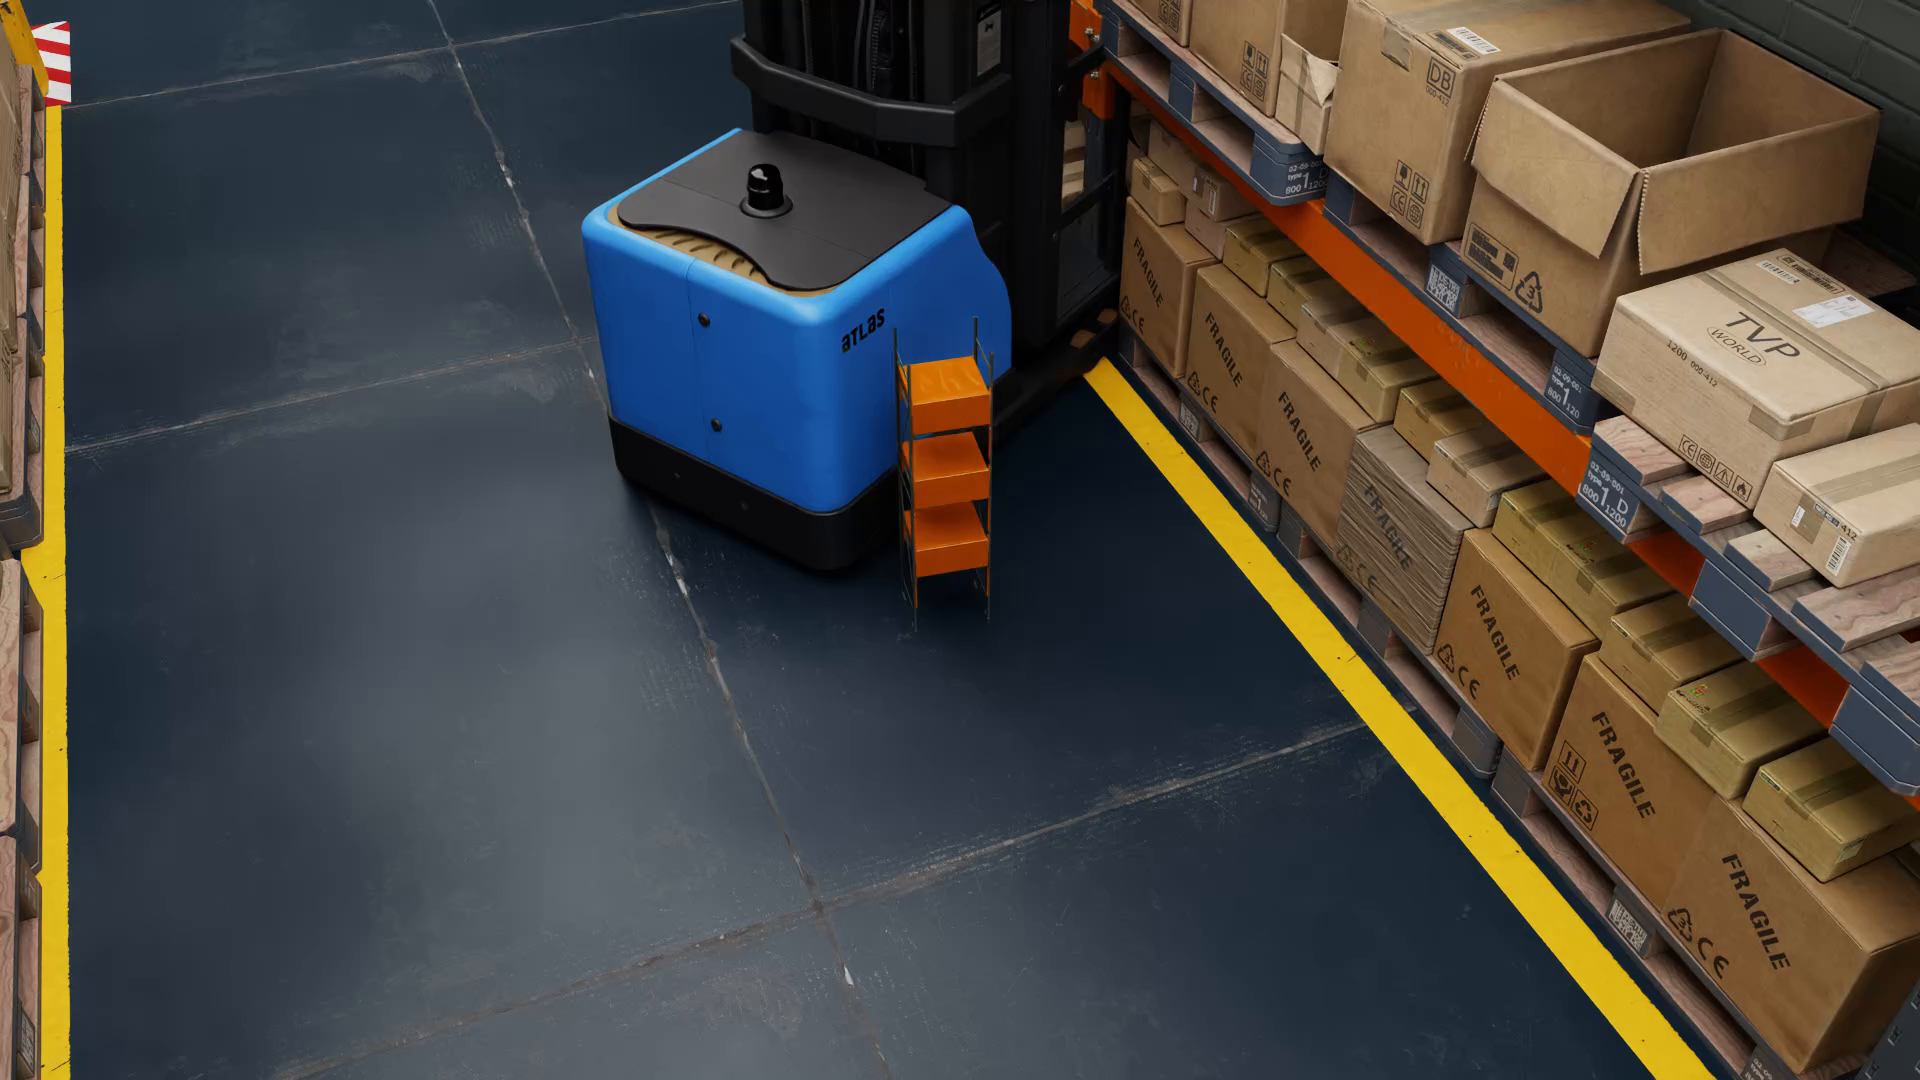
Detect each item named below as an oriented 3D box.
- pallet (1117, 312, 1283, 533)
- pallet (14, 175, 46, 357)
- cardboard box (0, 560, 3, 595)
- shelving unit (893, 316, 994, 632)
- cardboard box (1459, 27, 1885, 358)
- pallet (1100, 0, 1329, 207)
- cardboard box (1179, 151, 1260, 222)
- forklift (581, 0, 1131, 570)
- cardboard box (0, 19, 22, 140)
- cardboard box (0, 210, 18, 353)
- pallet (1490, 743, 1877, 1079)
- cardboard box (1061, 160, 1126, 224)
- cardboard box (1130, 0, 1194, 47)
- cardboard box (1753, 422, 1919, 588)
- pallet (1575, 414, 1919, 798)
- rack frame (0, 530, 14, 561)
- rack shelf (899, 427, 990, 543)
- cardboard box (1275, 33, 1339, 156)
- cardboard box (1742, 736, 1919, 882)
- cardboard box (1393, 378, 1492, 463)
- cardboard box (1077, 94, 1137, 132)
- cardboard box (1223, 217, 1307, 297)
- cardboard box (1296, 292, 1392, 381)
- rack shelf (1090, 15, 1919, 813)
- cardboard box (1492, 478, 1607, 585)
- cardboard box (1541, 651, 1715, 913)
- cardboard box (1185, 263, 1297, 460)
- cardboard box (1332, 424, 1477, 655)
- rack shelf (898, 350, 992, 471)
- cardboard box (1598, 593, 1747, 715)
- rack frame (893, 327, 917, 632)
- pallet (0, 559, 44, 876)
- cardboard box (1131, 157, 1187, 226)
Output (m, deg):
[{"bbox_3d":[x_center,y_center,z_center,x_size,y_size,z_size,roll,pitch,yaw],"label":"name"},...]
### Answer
[{"bbox_3d":[1.302,-0.583,6.267,1.003,0.211,1.213,-15,43,-17],"label":"pallet"},{"bbox_3d":[-4.318,-1.037,6.794,1.003,0.211,1.213,-15,43,-17],"label":"pallet"},{"bbox_3d":[-3.317,0.119,4.618,0.875,0.875,0.875,-14,43,-16],"label":"cardboard box"},{"bbox_3d":[-0.049,-0.181,5.155,0.252,1.050,0.215,-9,42,-11],"label":"shelving unit"},{"bbox_3d":[1.691,-0.847,4.033,0.797,0.503,0.637,-16,43,-18],"label":"cardboard box"},{"bbox_3d":[1.161,-1.540,5.387,1.003,0.211,1.213,-15,43,-17],"label":"pallet"},{"bbox_3d":[0.991,-1.264,5.789,0.380,0.149,0.250,-17,44,-19],"label":"cardboard box"},{"bbox_3d":[0.029,-1.932,5.749,1.130,2.935,3.031,25,46,26],"label":"forklift"},{"bbox_3d":[-4.814,-2.105,7.541,0.875,0.438,0.875,-17,43,-18],"label":"cardboard box"},{"bbox_3d":[-4.113,-1.013,6.270,0.875,0.438,0.875,-16,43,-18],"label":"cardboard box"},{"bbox_3d":[2.236,0.886,4.557,1.003,0.211,1.213,-15,43,-17],"label":"pallet"},{"bbox_3d":[0.472,-1.462,7.014,0.380,0.149,0.250,-16,43,-18],"label":"cardboard box"},{"bbox_3d":[0.935,-1.971,5.343,0.700,0.500,0.500,-14,43,-16],"label":"cardboard box"},{"bbox_3d":[1.881,-0.076,3.408,0.380,0.149,0.250,-14,43,-16],"label":"cardboard box"},{"bbox_3d":[2.162,-0.030,3.631,1.213,0.211,1.003,-15,43,-17],"label":"pallet"},{"bbox_3d":[-3.628,-0.881,4.474,1.000,3.000,0.127,-15,43,-17],"label":"rack frame"},{"bbox_3d":[-0.049,-0.173,5.162,0.240,0.259,0.215,-9,42,-11],"label":"rack shelf"},{"bbox_3d":[1.133,-1.297,4.739,0.396,0.266,0.258,-13,42,-15],"label":"cardboard box"},{"bbox_3d":[2.064,0.597,3.853,0.380,0.149,0.250,-17,44,-19],"label":"cardboard box"},{"bbox_3d":[1.535,-0.370,4.977,0.380,0.149,0.250,-15,43,-17],"label":"cardboard box"},{"bbox_3d":[0.756,-1.918,7.544,0.380,0.149,0.250,-16,43,-17],"label":"cardboard box"},{"bbox_3d":[1.134,-0.997,5.706,0.380,0.149,0.250,-17,44,-19],"label":"cardboard box"},{"bbox_3d":[1.312,-0.675,5.332,0.380,0.149,0.250,-15,43,-17],"label":"cardboard box"},{"bbox_3d":[1.721,-0.644,4.750,1.077,0.370,4.000,-15,43,-17],"label":"rack shelf"},{"bbox_3d":[1.716,-0.050,4.605,0.380,0.149,0.250,-16,43,-17],"label":"cardboard box"},{"bbox_3d":[1.944,0.572,4.380,0.500,0.500,0.500,-16,43,-17],"label":"cardboard box"},{"bbox_3d":[1.146,-0.667,5.820,0.500,0.500,0.500,-16,43,-17],"label":"cardboard box"},{"bbox_3d":[1.526,-0.051,5.104,0.500,0.500,0.500,-17,43,-18],"label":"cardboard box"},{"bbox_3d":[-0.049,-0.388,4.977,0.240,0.259,0.215,-9,42,-11],"label":"rack shelf"},{"bbox_3d":[1.871,0.270,4.233,0.380,0.149,0.250,-16,43,-18],"label":"cardboard box"},{"bbox_3d":[-0.168,-0.161,5.132,0.008,1.050,0.200,-9,42,-11],"label":"rack frame"},{"bbox_3d":[-3.264,0.623,4.864,1.003,0.211,1.213,-15,43,-17],"label":"pallet"},{"bbox_3d":[0.848,-1.296,6.054,0.380,0.149,0.250,-13,42,-15],"label":"cardboard box"}]
